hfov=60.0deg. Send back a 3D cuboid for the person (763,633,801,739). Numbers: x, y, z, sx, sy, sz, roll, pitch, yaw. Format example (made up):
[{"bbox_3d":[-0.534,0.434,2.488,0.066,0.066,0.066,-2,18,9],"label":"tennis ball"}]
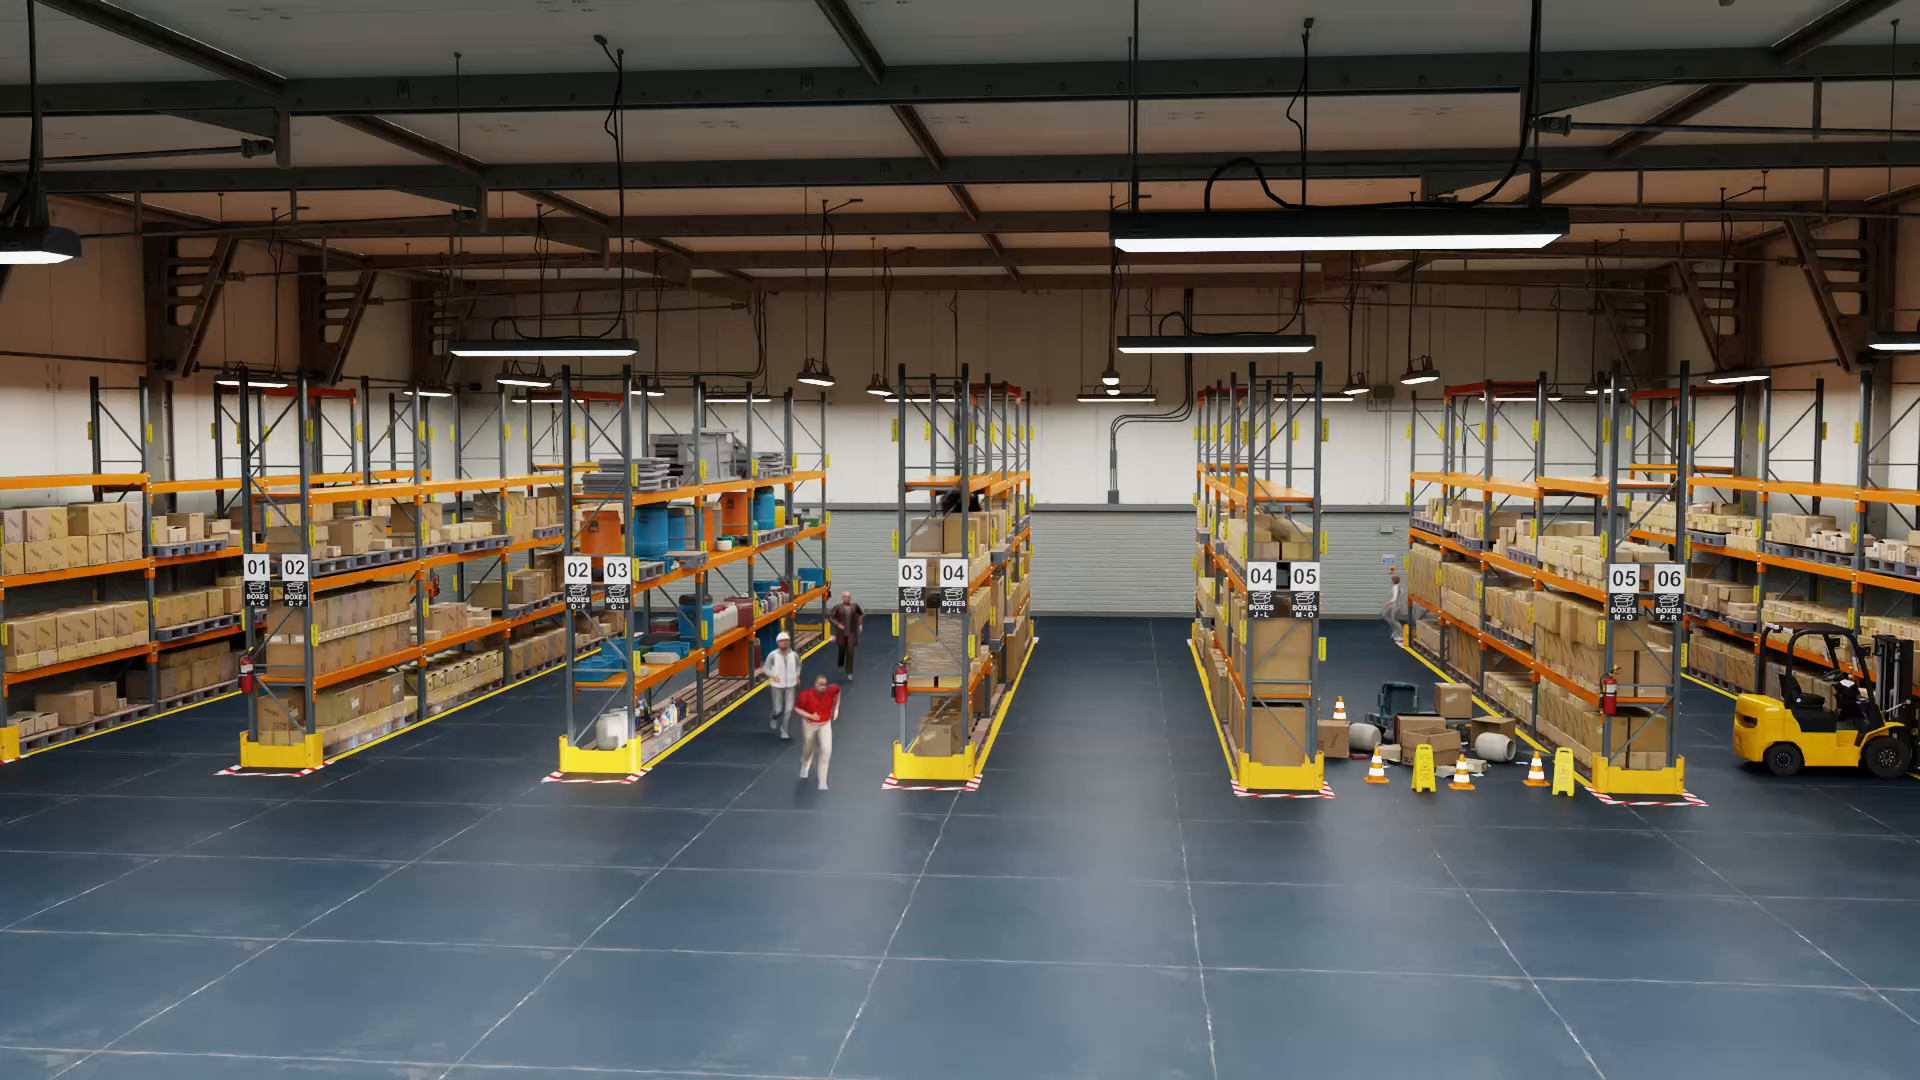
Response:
[{"bbox_3d":[-2.908,2.381,27.354,0.654,1.731,0.654,-1,4,-20],"label":"person"}]

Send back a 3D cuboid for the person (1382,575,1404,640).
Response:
[{"bbox_3d":[10.524,1.628,40.303,0.576,1.565,0.554,1,4,18],"label":"person"}]

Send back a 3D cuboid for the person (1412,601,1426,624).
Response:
[{"bbox_3d":[11.148,1.583,40.433,0.545,1.651,0.610,0,4,-7],"label":"person"}]

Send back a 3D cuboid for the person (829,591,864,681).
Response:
[{"bbox_3d":[-2.317,1.936,33.949,0.733,1.791,0.925,-1,4,-10],"label":"person"}]

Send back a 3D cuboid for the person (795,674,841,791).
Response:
[{"bbox_3d":[-2.049,2.759,23.662,0.707,1.587,1.014,-1,4,-20],"label":"person"}]
